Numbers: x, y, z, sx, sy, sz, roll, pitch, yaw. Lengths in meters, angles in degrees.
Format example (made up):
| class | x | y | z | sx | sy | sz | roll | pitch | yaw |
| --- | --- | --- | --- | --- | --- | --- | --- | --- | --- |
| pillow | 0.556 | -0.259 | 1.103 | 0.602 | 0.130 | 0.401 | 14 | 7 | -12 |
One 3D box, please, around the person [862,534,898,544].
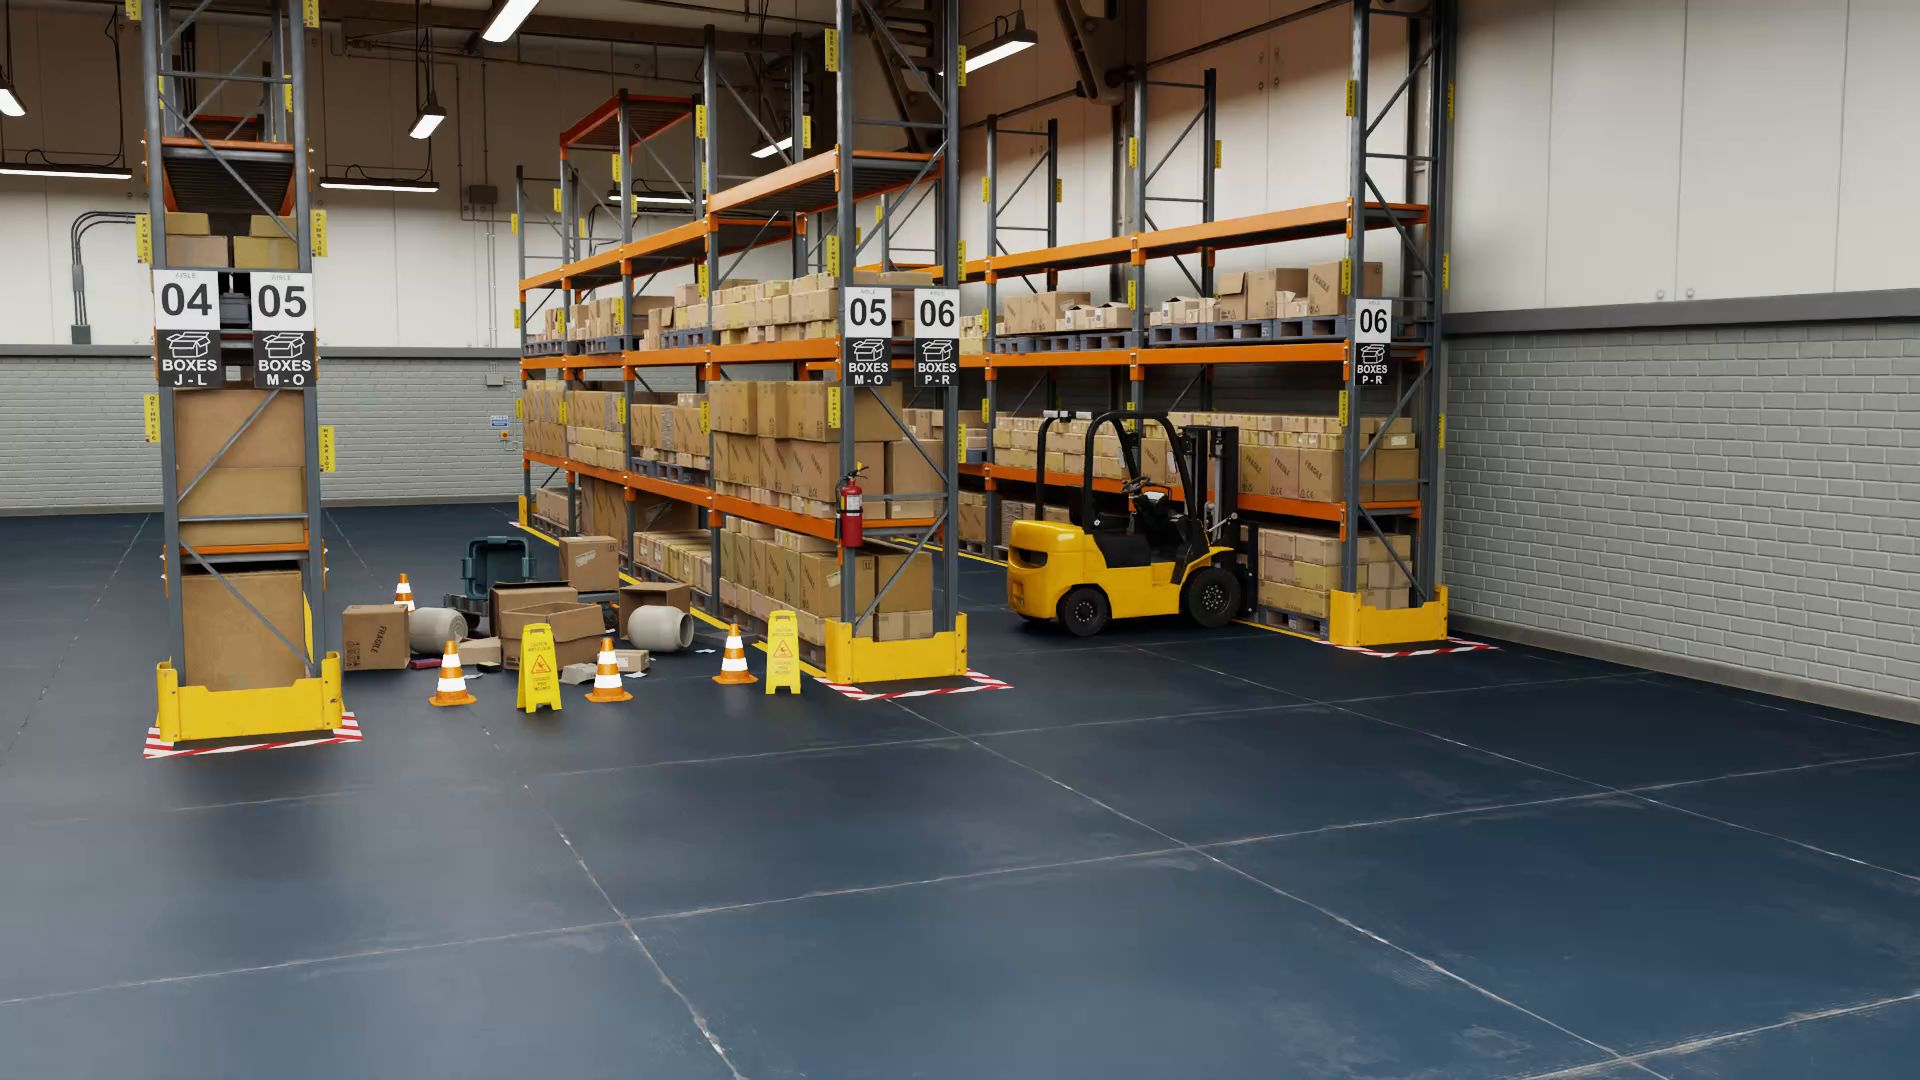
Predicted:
| class | x | y | z | sx | sy | sz | roll | pitch | yaw |
| --- | --- | --- | --- | --- | --- | --- | --- | --- | --- |
| person | -0.934 | -0.168 | 18.625 | 0.477 | 1.644 | 0.724 | -2 | 6 | -23 |
